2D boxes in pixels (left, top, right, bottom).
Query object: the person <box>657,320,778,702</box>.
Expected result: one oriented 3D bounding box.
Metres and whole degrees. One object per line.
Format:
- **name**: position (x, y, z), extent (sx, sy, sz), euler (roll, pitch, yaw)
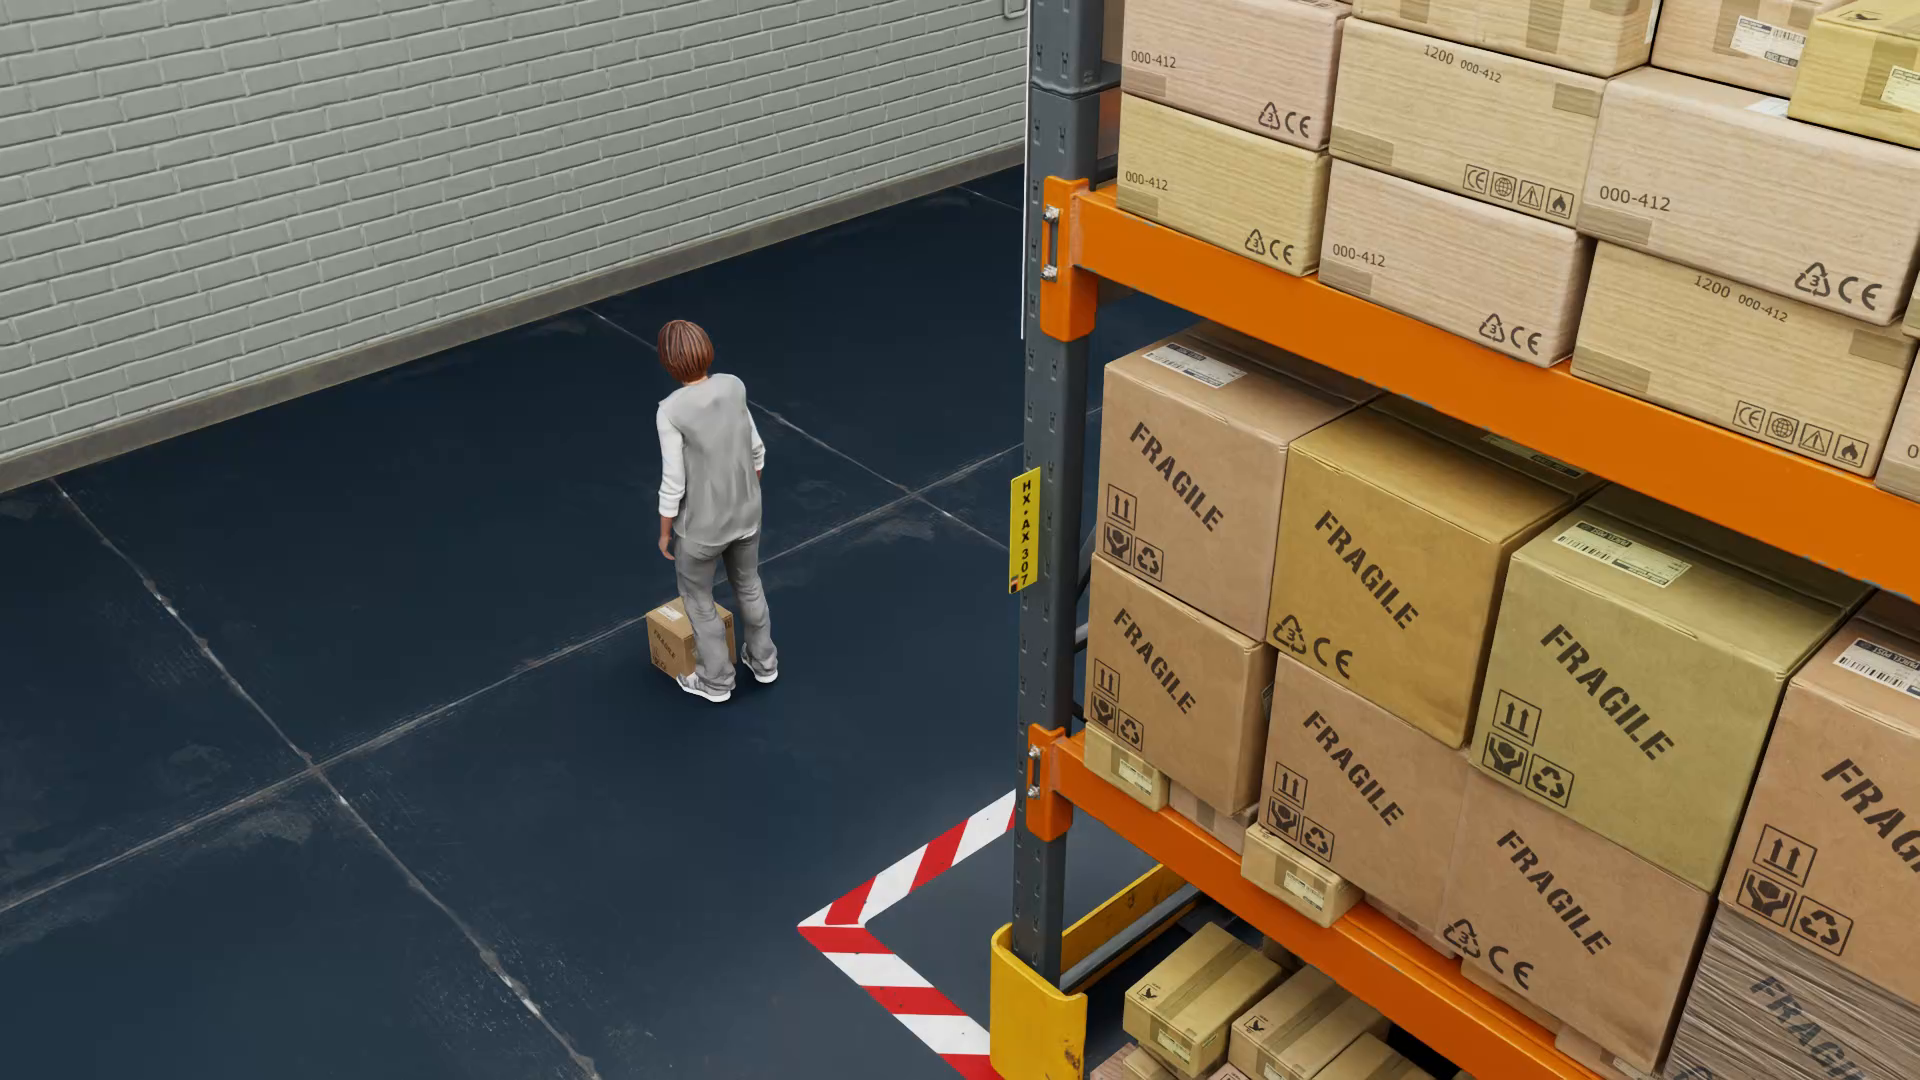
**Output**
- **person**: position (-0.934, -0.081, 6.277), extent (0.472, 1.592, 0.366), euler (-27, 41, -36)
